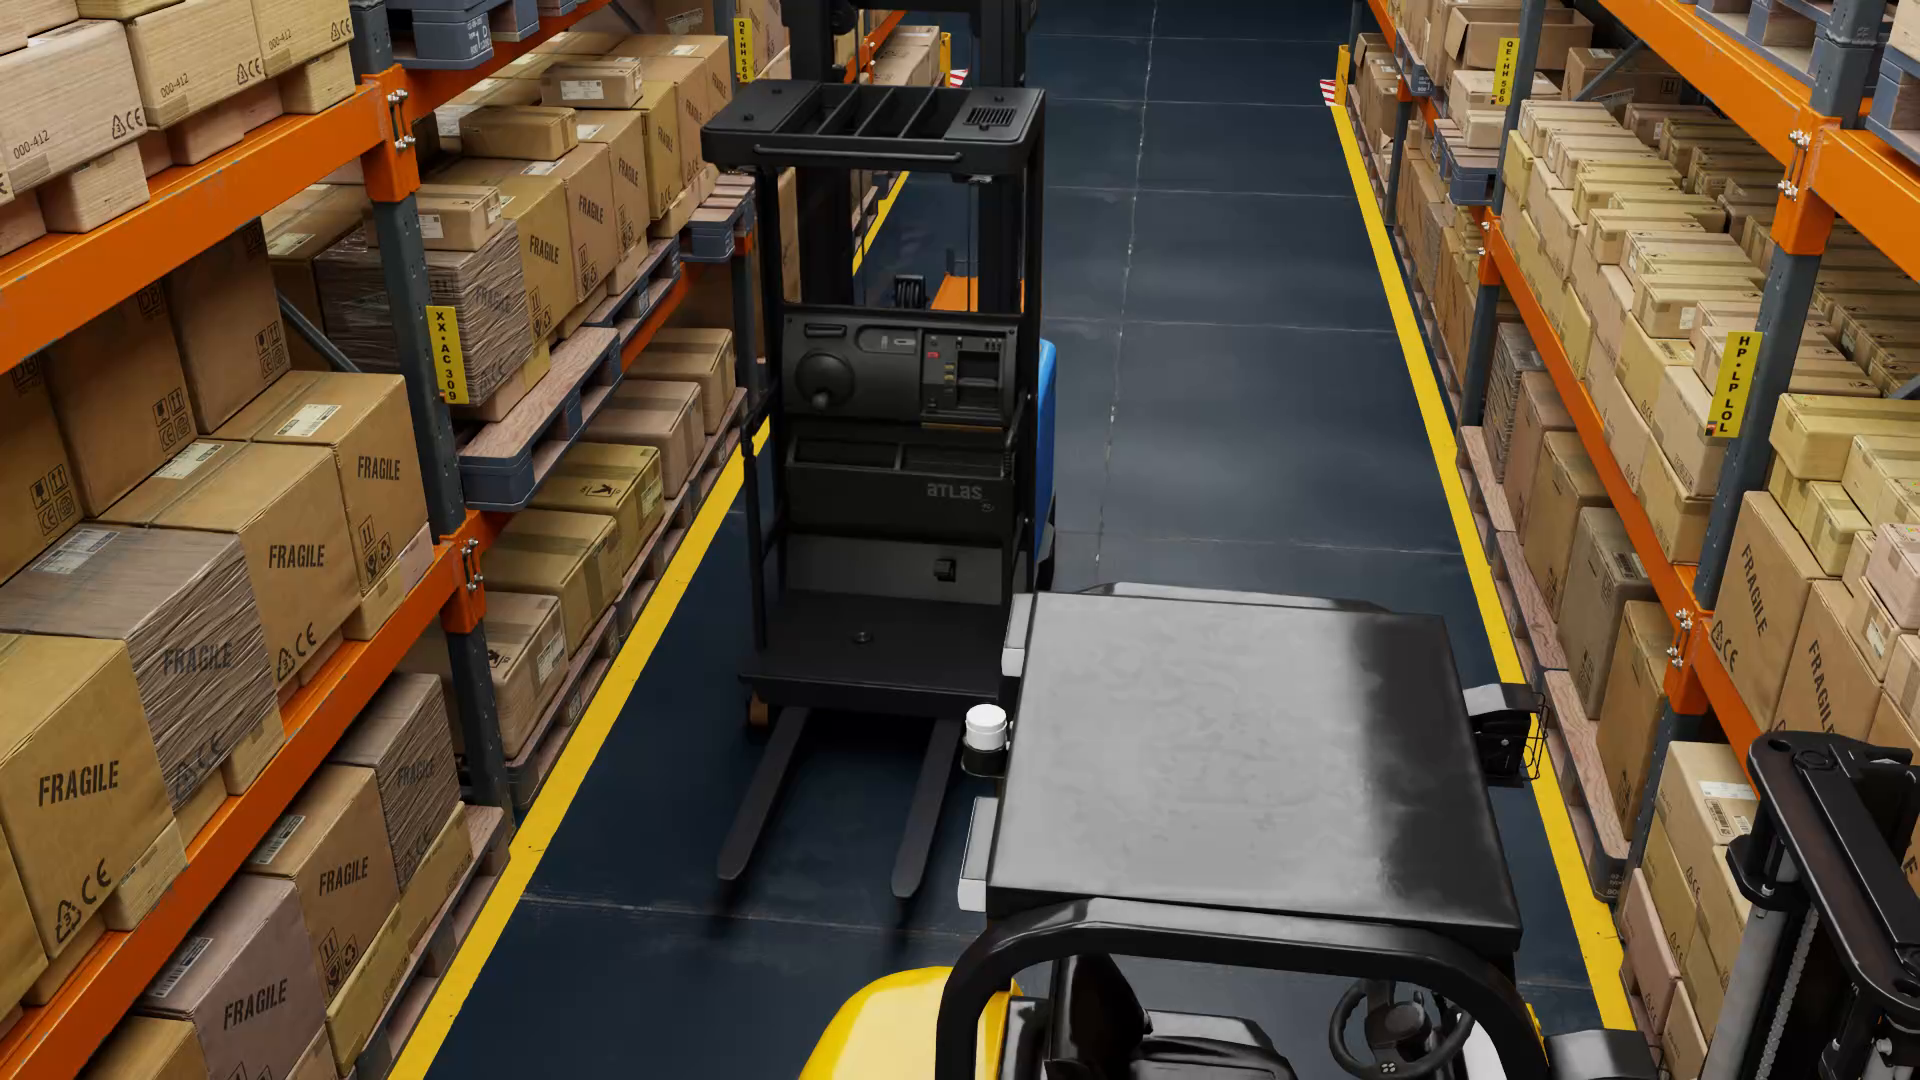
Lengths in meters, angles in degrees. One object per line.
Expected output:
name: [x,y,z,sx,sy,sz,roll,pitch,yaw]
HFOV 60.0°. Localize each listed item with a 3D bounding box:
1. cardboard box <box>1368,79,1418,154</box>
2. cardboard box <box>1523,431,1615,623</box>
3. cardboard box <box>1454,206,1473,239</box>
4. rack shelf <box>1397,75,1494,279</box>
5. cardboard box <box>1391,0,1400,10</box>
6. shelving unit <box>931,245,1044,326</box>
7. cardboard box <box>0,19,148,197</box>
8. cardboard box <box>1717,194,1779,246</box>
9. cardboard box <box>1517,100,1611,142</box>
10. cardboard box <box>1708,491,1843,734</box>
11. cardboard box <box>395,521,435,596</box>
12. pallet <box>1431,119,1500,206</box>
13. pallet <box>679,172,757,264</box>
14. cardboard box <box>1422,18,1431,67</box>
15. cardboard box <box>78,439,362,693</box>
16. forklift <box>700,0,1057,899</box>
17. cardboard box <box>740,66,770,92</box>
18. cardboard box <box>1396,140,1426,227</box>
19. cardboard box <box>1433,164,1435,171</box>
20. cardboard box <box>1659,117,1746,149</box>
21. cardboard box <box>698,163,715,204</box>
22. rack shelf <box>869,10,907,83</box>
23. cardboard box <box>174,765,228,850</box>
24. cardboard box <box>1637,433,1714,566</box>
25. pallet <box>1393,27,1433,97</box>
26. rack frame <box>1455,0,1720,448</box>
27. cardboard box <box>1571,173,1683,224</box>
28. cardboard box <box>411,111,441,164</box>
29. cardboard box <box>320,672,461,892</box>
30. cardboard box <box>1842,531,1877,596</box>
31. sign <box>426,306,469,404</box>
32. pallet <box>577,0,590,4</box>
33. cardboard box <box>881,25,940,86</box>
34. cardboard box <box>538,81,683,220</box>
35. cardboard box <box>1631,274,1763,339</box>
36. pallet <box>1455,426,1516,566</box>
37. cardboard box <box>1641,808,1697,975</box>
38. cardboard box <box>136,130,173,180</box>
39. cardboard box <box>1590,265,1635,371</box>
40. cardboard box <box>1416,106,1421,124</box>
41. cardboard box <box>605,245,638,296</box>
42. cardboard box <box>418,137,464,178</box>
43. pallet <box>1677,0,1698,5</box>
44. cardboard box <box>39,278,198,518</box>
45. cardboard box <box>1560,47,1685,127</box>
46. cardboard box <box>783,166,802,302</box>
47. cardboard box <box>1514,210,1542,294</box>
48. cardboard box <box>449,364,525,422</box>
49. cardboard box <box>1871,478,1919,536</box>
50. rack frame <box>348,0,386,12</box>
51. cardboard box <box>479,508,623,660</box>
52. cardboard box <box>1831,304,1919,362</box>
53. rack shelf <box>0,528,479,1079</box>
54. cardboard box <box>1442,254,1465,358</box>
cardboard box: [3.795,-3.505,13.786,0.700,0.500,0.500,2,28,4]
cardboard box: [3.010,-0.048,7.237,0.875,0.625,0.625,2,28,4]
cardboard box: [3.250,-1.934,10.186,0.380,0.149,0.250,3,28,5]
rack shelf: [3.499,-2.451,10.395,1.077,0.370,4.000,3,28,6]
cardboard box: [3.611,-4.265,12.848,0.500,0.250,0.500,3,29,6]
shelving unit: [0.102,-0.795,8.540,0.538,1.125,1.048,4,29,8]
cardboard box: [-2.087,-0.915,3.468,0.500,0.250,0.500,3,28,5]
cardboard box: [3.246,-1.267,6.650,0.380,0.149,0.250,4,29,8]
cardboard box: [2.923,-2.023,8.053,0.380,0.149,0.250,4,29,8]
cardboard box: [2.451,0.206,4.599,0.500,0.500,0.500,3,28,5]
cardboard box: [-1.899,0.050,5.260,0.380,0.149,0.250,3,28,6]
pallet: [3.268,-2.065,9.123,1.213,0.211,1.003,3,28,6]
pallet: [-1.654,-1.687,8.421,1.213,0.211,1.003,3,28,6]
cardboard box: [3.193,-3.203,10.732,0.396,0.266,0.258,5,29,9]
cardboard box: [-2.026,0.061,4.555,0.500,0.500,0.500,4,29,8]
forklift: [-0.269,-0.632,6.332,1.130,2.935,3.031,4,29,8]
cardboard box: [-1.365,-2.491,9.342,0.500,0.250,0.500,3,28,6]
cardboard box: [3.462,-2.579,12.067,0.500,0.500,0.500,5,29,8]
cardboard box: [3.439,-2.540,11.310,0.380,0.149,0.250,3,28,5]
cardboard box: [3.494,-1.861,7.753,0.380,0.149,0.250,4,29,8]
cardboard box: [-1.427,-1.768,8.191,0.380,0.149,0.250,3,28,6]
rack shelf: [-0.937,-4.621,14.422,1.077,0.370,4.000,3,28,6]
cardboard box: [-2.082,0.647,4.152,0.380,0.149,0.250,3,28,5]
cardboard box: [2.566,-0.130,5.486,0.500,0.250,0.500,4,29,7]
pallet: [3.538,-3.255,11.331,1.003,0.211,1.213,3,28,6]
rack frame: [3.254,-1.826,8.477,1.000,3.000,0.127,3,28,6]
cardboard box: [2.775,-1.415,6.924,0.380,0.149,0.250,4,29,7]
cardboard box: [-2.248,-1.562,6.440,0.380,0.149,0.250,2,28,4]
cardboard box: [-1.969,0.760,5.343,0.500,0.500,0.500,3,28,5]
cardboard box: [2.430,0.108,4.097,0.380,0.149,0.250,3,28,6]
sign: [-1.623,-0.583,5.257,0.100,0.325,0.005,3,28,6]
pallet: [-1.857,-2.241,6.282,1.213,0.211,1.003,3,28,6]
cardboard box: [-0.674,-4.619,15.920,0.875,0.438,0.875,2,28,4]
cardboard box: [-1.565,-1.761,7.494,0.500,0.500,0.500,1,28,3]
cardboard box: [2.582,-0.813,5.807,0.380,0.149,0.250,2,28,5]
pallet: [3.115,-0.213,8.423,1.003,0.211,1.213,3,28,6]
cardboard box: [2.399,1.072,5.027,0.500,0.250,0.500,3,28,6]
cardboard box: [-2.102,-0.922,3.900,0.380,0.149,0.250,2,28,4]
cardboard box: [2.695,-0.826,6.252,0.500,0.250,0.500,4,29,7]
cardboard box: [3.496,-3.053,11.950,0.380,0.149,0.250,3,28,5]
cardboard box: [-1.594,-1.158,7.059,0.380,0.149,0.250,4,29,8]
cardboard box: [-2.205,-1.297,6.633,0.500,0.500,0.500,4,29,8]
pallet: [3.126,-2.212,6.231,1.003,0.211,1.213,5,29,9]
cardboard box: [-2.516,-0.412,4.378,0.700,0.500,0.500,4,29,6]
cardboard box: [3.472,-2.288,8.787,0.500,0.500,0.500,5,29,9]
cardboard box: [-1.392,-2.102,10.787,0.875,0.875,0.875,4,29,7]
cardboard box: [2.891,-1.329,7.713,0.500,0.250,0.500,3,28,5]
cardboard box: [-1.781,-0.546,5.923,0.380,0.149,0.250,4,29,7]
cardboard box: [2.466,-0.022,4.026,0.380,0.149,0.250,3,28,5]
rack frame: [-2.163,-2.871,4.092,1.000,3.000,0.127,3,28,6]
cardboard box: [-2.016,0.156,7.125,0.950,0.372,0.625,5,29,9]
cardboard box: [3.136,-0.667,5.536,0.380,0.149,0.250,3,28,6]
rack shelf: [-2.408,1.028,3.938,1.077,0.370,4.000,3,28,6]
cardboard box: [3.164,-1.357,9.799,0.500,0.500,0.500,3,28,5]
